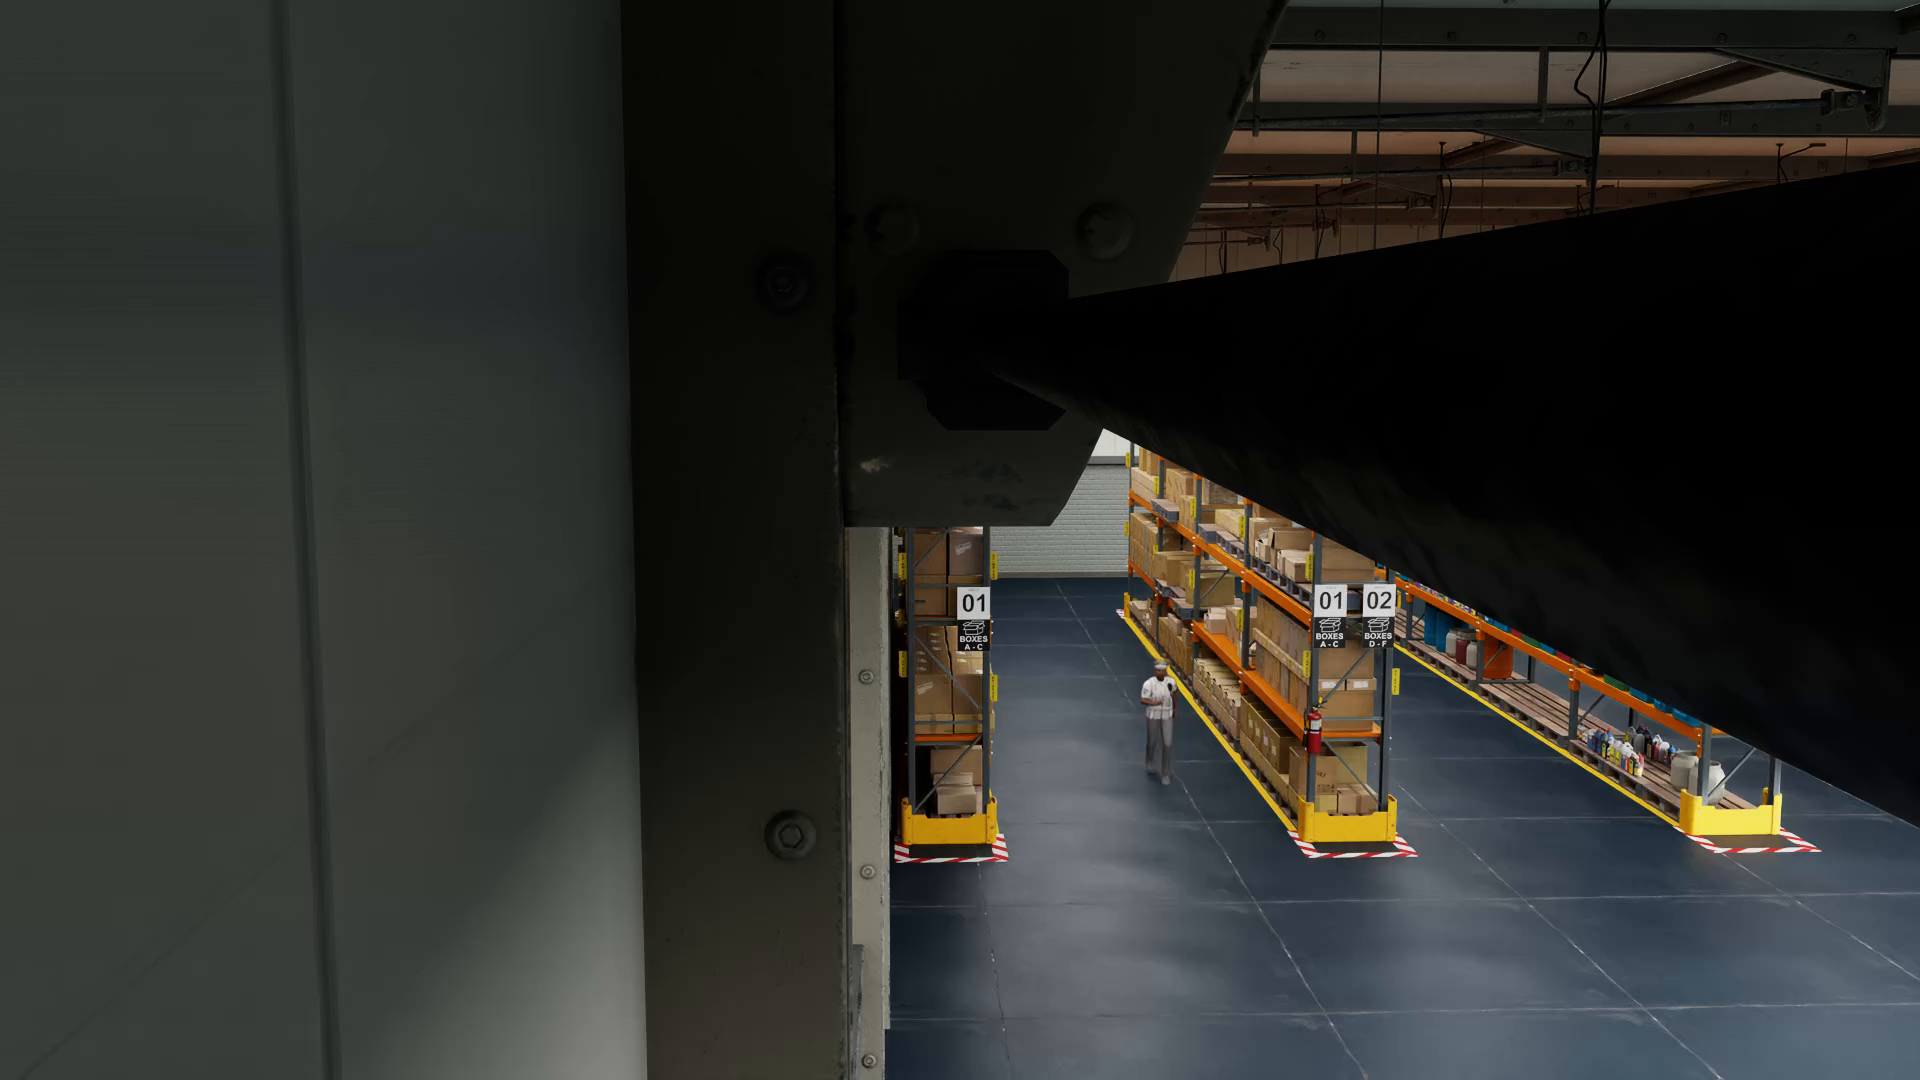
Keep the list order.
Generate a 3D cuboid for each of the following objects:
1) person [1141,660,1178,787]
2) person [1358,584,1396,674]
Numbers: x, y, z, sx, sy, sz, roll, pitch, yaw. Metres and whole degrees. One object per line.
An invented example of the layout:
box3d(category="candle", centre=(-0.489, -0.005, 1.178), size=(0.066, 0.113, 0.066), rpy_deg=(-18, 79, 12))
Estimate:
box3d(category="person", centre=(2.792, 2.510, 23.282), size=(0.569, 1.742, 0.858), rpy_deg=(-1, 7, -4))
box3d(category="person", centre=(7.654, 1.591, 30.571), size=(0.651, 1.712, 0.763), rpy_deg=(-1, 7, -5))
